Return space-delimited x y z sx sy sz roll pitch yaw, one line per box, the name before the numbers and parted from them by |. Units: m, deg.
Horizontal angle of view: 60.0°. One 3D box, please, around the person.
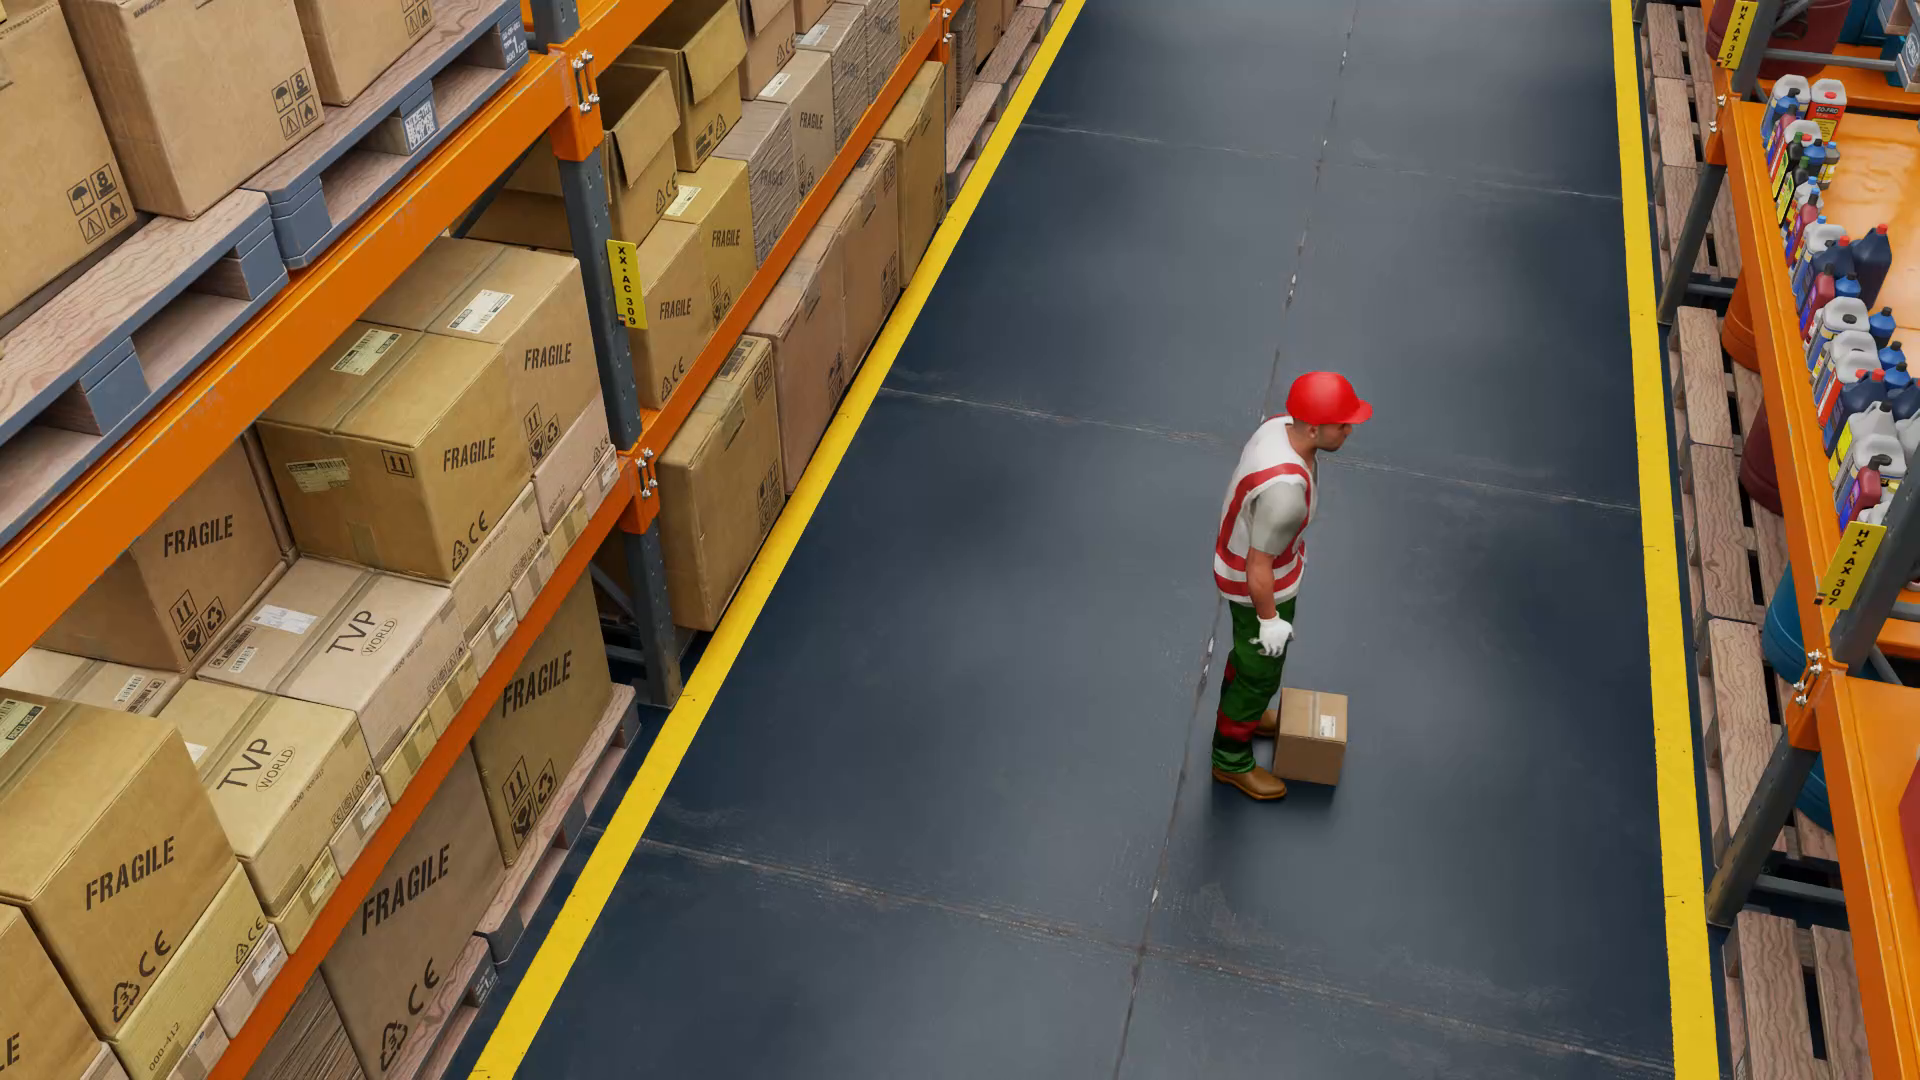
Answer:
person | 1.132 0.142 5.980 0.448 1.780 0.608 10 42 12
